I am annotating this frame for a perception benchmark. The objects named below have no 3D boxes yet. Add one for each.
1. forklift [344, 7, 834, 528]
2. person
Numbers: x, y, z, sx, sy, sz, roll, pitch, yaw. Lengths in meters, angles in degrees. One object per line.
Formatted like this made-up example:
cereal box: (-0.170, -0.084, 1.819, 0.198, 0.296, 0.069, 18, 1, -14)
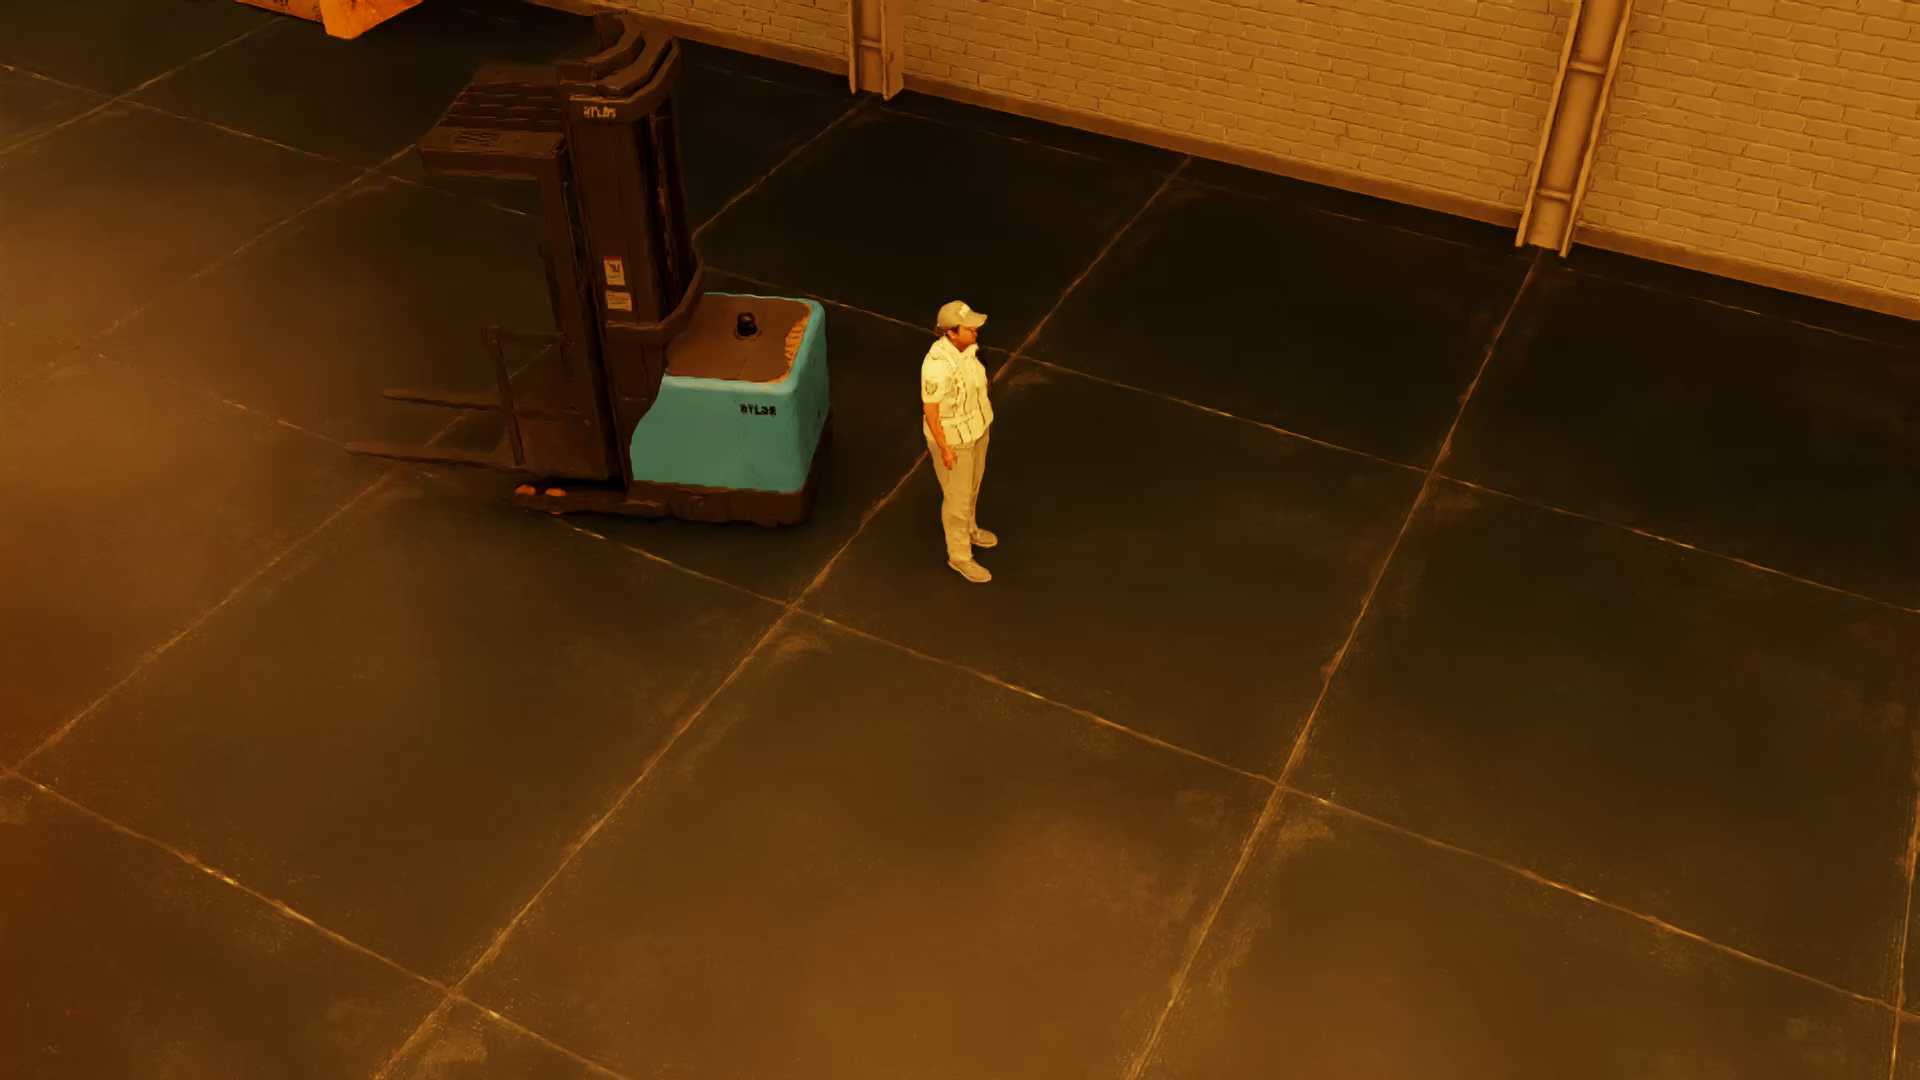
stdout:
forklift: (-2.389, -1.617, 9.906, 3.031, 2.935, 1.130, 5, 40, 6)
person: (0.058, -0.607, 9.678, 0.529, 1.669, 0.598, 18, 43, 21)
